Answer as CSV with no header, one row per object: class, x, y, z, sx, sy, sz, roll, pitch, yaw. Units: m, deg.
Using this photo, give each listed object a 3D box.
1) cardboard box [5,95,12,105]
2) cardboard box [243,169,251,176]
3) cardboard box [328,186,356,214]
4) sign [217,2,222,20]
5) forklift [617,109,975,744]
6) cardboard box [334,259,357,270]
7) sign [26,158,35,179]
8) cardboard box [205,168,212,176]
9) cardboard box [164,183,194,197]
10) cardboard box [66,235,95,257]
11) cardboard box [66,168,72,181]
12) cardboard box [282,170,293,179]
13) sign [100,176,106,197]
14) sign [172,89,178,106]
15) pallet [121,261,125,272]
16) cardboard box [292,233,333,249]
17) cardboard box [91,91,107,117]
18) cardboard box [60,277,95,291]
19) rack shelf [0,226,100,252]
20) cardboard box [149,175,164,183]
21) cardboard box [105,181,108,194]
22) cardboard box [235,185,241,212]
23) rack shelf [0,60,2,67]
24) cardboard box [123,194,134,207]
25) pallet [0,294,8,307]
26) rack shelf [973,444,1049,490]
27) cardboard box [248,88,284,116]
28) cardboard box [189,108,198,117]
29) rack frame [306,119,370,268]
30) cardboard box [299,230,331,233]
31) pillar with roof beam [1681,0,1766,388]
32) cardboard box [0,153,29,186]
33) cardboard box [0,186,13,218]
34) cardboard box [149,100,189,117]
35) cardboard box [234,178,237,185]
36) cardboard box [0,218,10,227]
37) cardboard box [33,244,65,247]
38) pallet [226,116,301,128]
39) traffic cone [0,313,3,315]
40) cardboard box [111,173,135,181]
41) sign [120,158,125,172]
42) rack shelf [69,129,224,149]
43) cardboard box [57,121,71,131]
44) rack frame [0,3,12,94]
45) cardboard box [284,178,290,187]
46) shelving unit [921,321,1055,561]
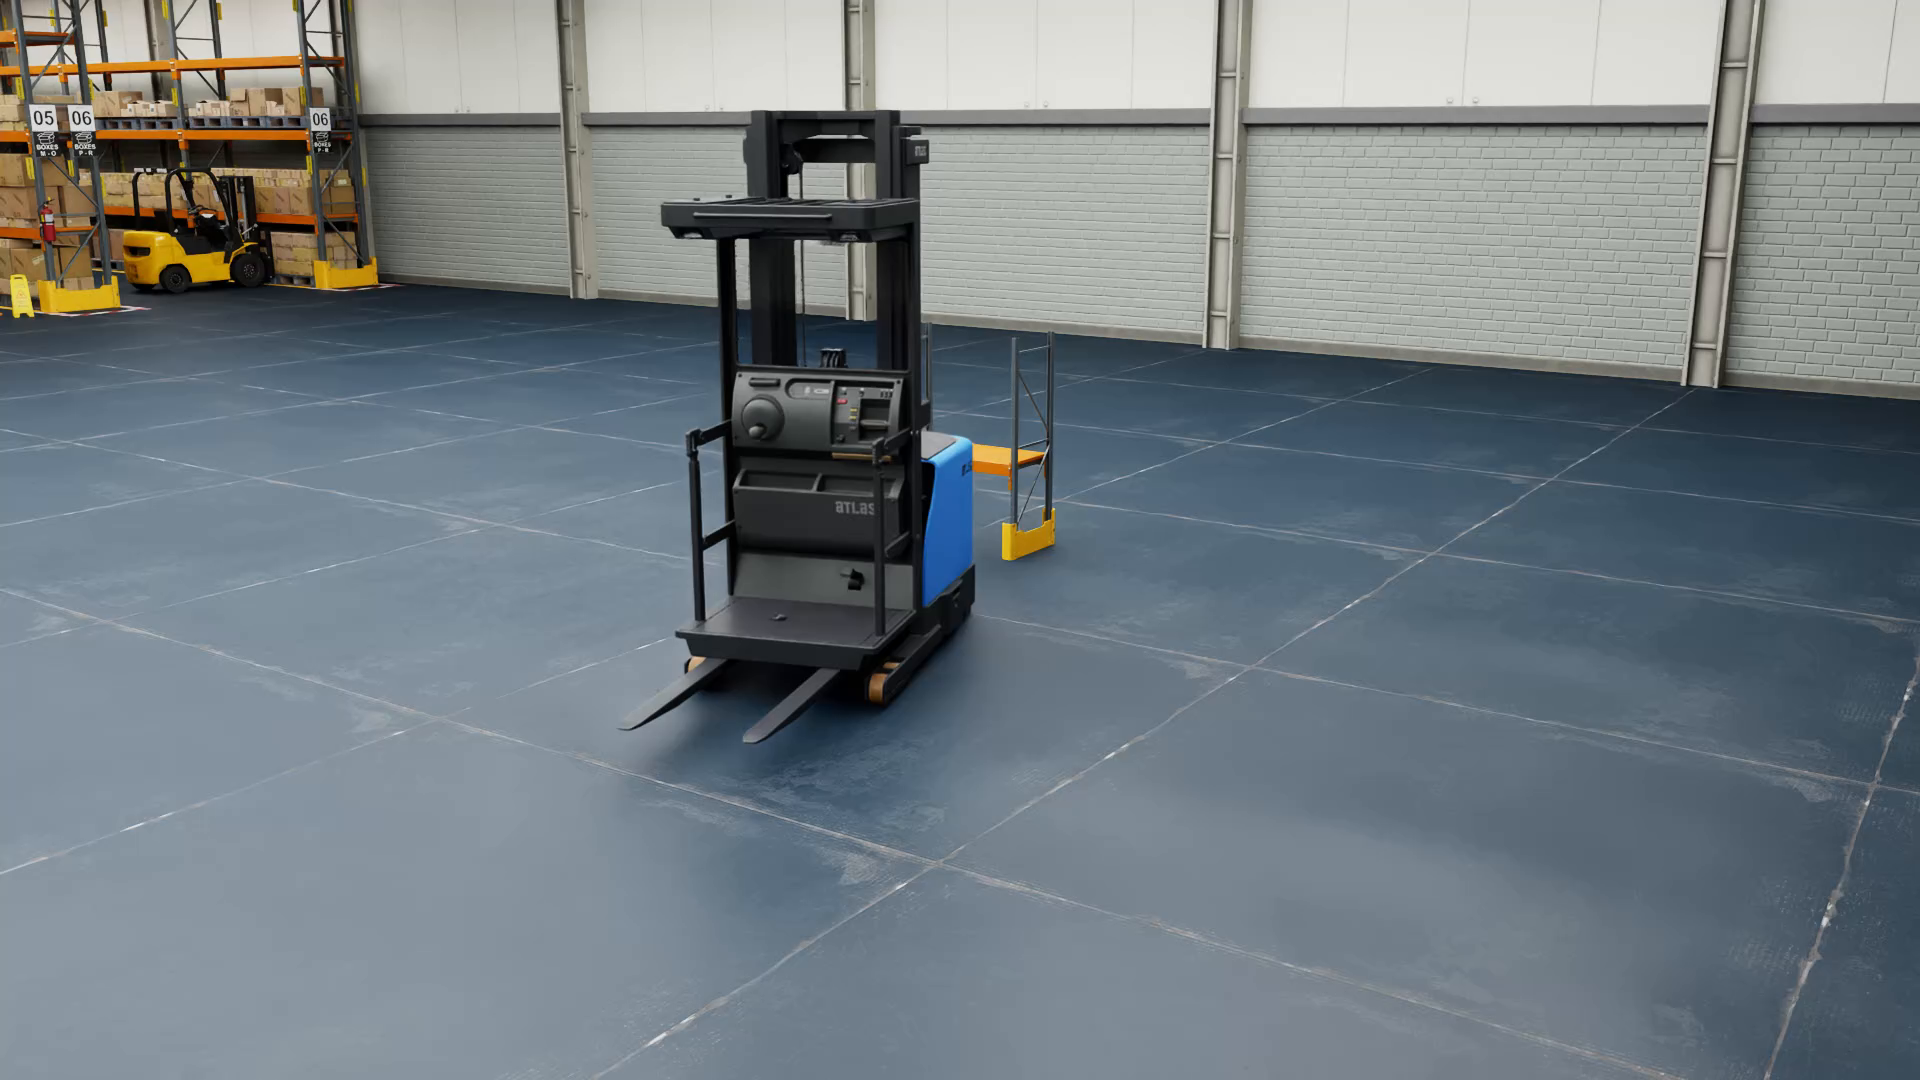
cardboard box,-14.786,-6.928,26.190,0.250,0.149,0.380,10,17,34
cardboard box,-13.271,-6.924,31.374,0.250,0.149,0.380,9,17,33
cardboard box,-11.637,-6.339,30.980,0.500,0.500,0.500,10,17,35
sign,-14.370,-10.255,32.248,0.005,0.325,0.100,9,17,33
forklift,-0.805,-0.688,8.501,1.130,2.935,3.031,4,14,15
cardboard box,-11.679,-5.143,31.203,0.500,0.250,0.500,9,17,33
sign,-14.474,-5.786,25.886,0.005,0.325,0.100,9,17,33
cardboard box,-14.323,-7.097,32.074,0.250,0.149,0.380,9,17,34
cardboard box,-15.250,-6.890,32.685,0.500,0.250,0.500,9,16,32
cardboard box,-18.490,-6.246,35.139,0.500,0.500,0.500,10,17,34
cardboard box,-19.476,-7.677,35.506,0.637,0.503,0.797,9,16,32
cardboard box,-12.250,-6.739,30.627,0.250,0.149,0.380,10,17,34
sign,-13.845,-5.707,26.833,0.005,0.325,0.100,9,17,33
sign,-14.994,-8.455,31.764,0.005,0.325,0.100,9,17,33
pallet,-16.349,-5.606,34.030,1.213,0.211,1.003,9,17,33
cardboard box,-11.937,-5.523,30.658,0.500,0.250,0.500,10,17,35
cardboard box,-17.079,-8.805,33.617,0.500,0.500,0.700,9,16,32
cardboard box,-14.663,-4.211,27.439,0.500,0.250,0.500,9,17,32
rack shelf,-15.807,-5.097,27.669,4.000,0.370,1.077,9,17,33
cardboard box,-15.797,-7.153,32.919,0.250,0.149,0.380,9,16,31
cardboard box,-17.372,-7.236,34.082,0.500,0.250,0.500,10,17,35
cardboard box,-13.615,-6.508,31.662,0.500,0.500,0.500,9,17,32
rack shelf,-22.997,-10.607,37.450,4.000,0.370,1.077,9,17,33
cardboard box,-16.512,-6.854,33.582,0.500,0.250,0.500,10,17,35
pallet,-15.873,-4.115,28.006,1.213,0.211,1.003,9,17,33
rack shelf,0.071,-0.542,11.640,1.000,0.185,0.538,9,17,33
cardboard box,-12.678,-8.094,30.744,0.500,0.500,0.700,9,17,33
cardboard box,-14.497,-8.171,31.786,0.250,0.149,0.380,10,17,34
rack frame,-11.380,-6.169,30.500,0.127,3.000,1.000,9,17,33
cardboard box,-12.090,-5.692,31.340,0.500,0.250,0.500,9,17,33
pillar with roof beam,6.057,-5.277,14.412,0.400,9.000,9.100,9,17,33
cardboard box,-15.109,-5.951,26.713,0.500,0.500,0.700,9,17,33
cardboard box,-15.165,-5.457,26.799,0.500,0.500,0.500,9,17,33
cardboard box,-15.436,-8.419,32.450,0.500,0.311,0.500,9,16,31
cardboard box,-13.536,-6.796,31.475,0.250,0.149,0.380,9,16,31
cardboard box,-15.281,-5.143,26.879,0.250,0.149,0.380,10,17,34
cardboard box,-15.119,-4.647,27.641,0.500,0.500,0.500,8,16,31
pallet,-12.969,-7.845,31.214,1.213,0.211,1.003,9,17,33
traffic cone,-15.224,-3.747,25.998,0.334,0.463,0.336,9,17,33
cardboard box,-17.020,-7.378,33.828,0.250,0.149,0.380,9,17,33
sign,-17.712,-7.915,35.143,0.005,0.325,0.100,9,17,33
rack shelf,-16.359,-8.080,33.476,4.000,0.370,1.077,9,17,33
cardboard box,-14.242,-6.622,26.610,0.250,0.149,0.380,9,17,33
rack frame,-21.338,-10.690,36.280,0.127,3.000,1.000,9,17,33
cardboard box,-12.234,-6.598,30.676,0.250,0.149,0.380,10,17,34
shelving unit,0.063,-0.718,11.602,1.083,1.500,0.587,9,17,33
